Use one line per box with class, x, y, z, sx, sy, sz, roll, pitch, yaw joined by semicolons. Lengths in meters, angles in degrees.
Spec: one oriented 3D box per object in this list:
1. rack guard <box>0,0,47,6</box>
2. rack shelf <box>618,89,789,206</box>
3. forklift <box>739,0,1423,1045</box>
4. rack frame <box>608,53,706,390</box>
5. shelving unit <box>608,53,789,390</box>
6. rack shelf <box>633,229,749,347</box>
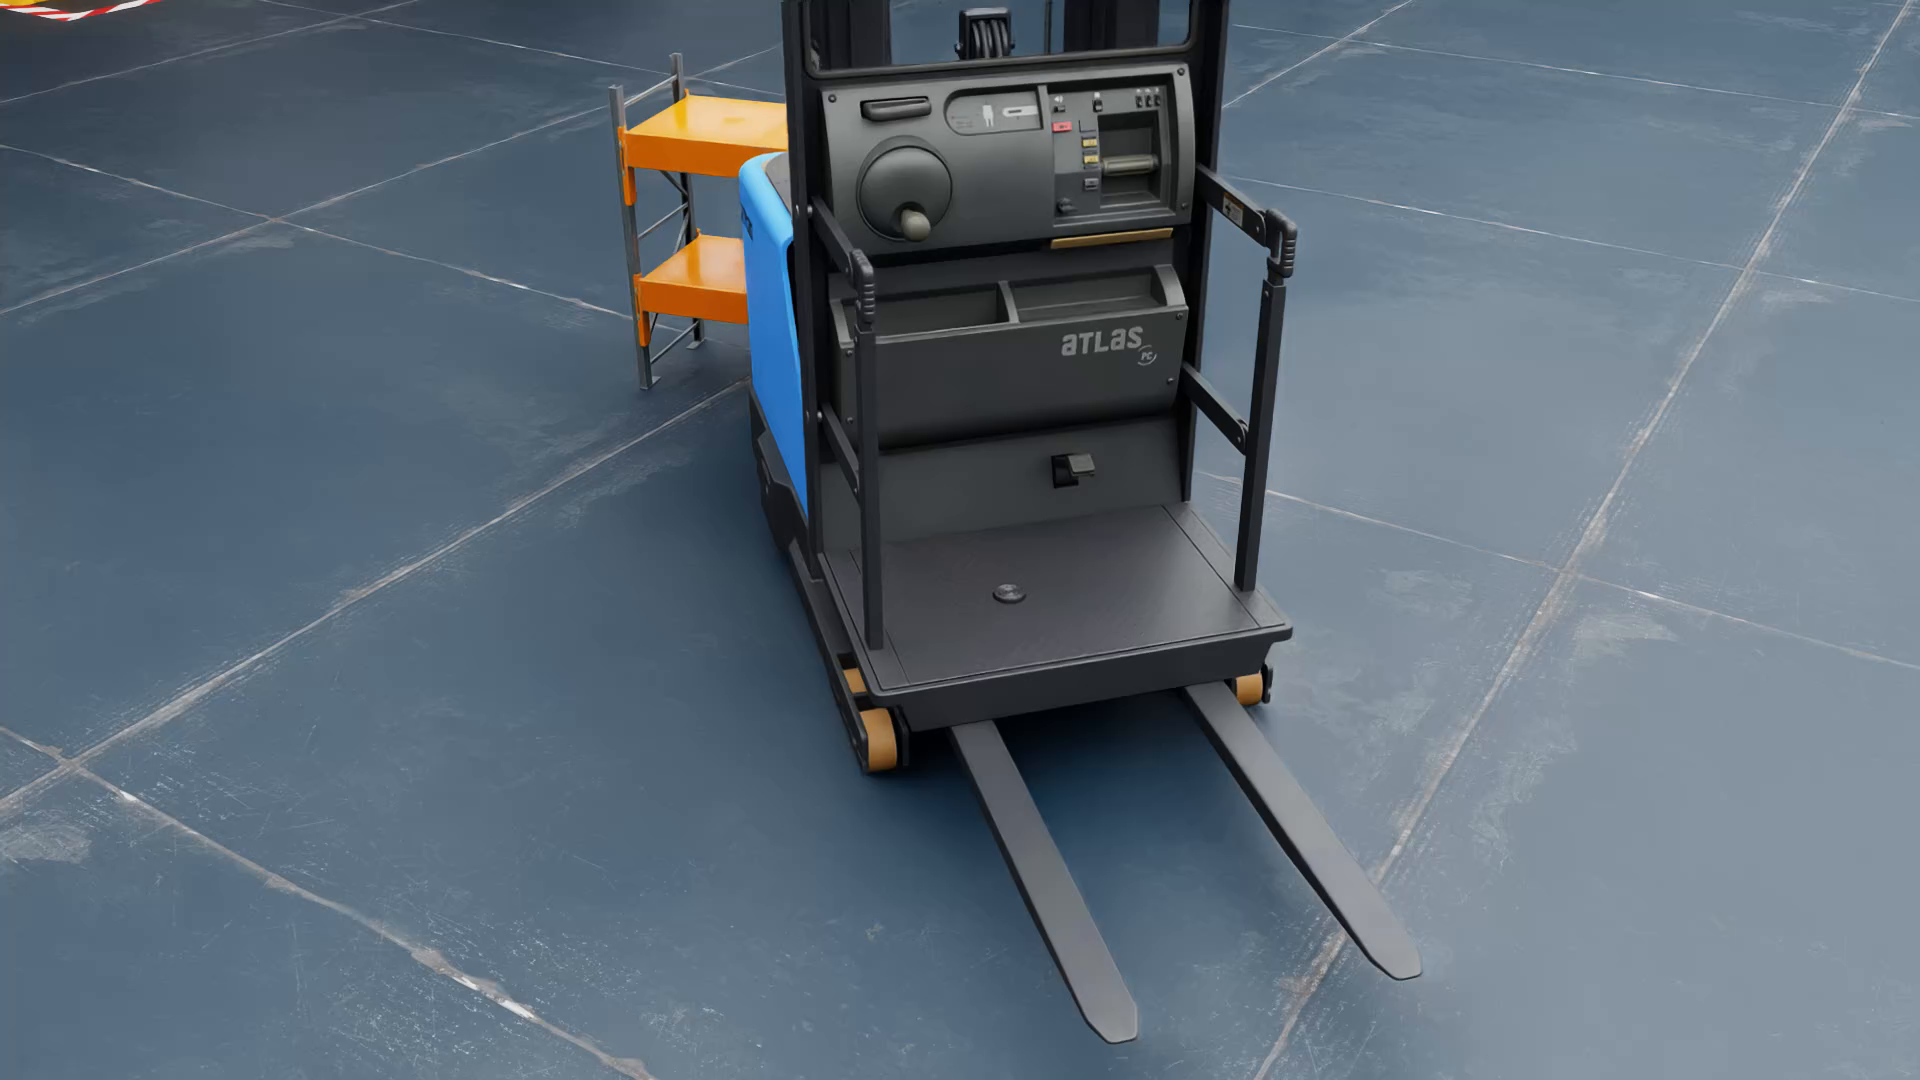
rack guard;-6.438;-4.251;12.040;0.348;0.500;1.175;18;35;27
rack shelf;-0.621;-1.341;5.852;1.000;0.278;0.538;9;32;16
forklift;0.191;-0.894;3.875;1.130;2.935;3.031;-8;31;-14
rack frame;-1.104;-1.168;6.136;0.032;1.125;0.500;9;32;16
shelving unit;-0.621;-1.088;5.999;1.048;1.125;0.538;9;32;16
rack shelf;-0.621;-0.877;6.122;1.000;0.278;0.538;9;32;16
